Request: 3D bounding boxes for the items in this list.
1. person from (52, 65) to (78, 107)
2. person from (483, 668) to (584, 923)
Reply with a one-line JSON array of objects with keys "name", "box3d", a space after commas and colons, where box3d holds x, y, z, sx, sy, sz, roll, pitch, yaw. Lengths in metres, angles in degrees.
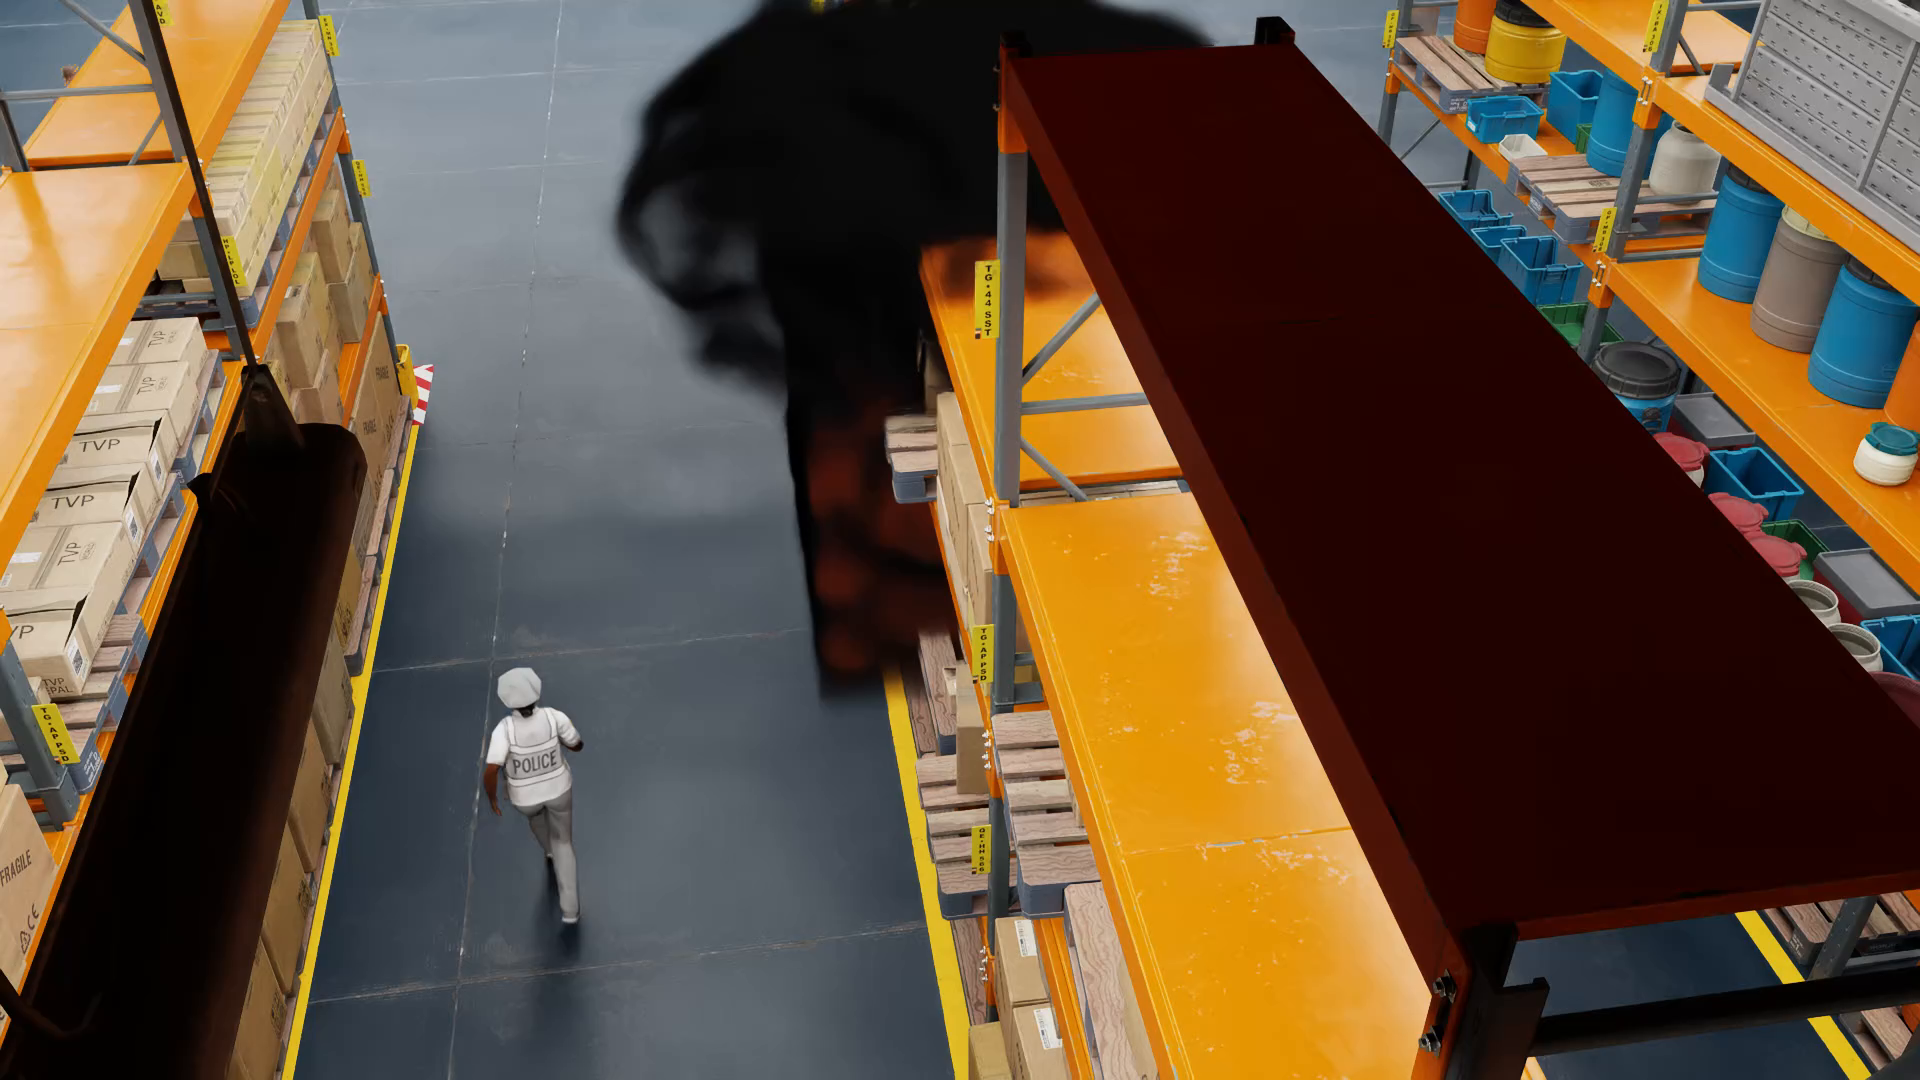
[{"name": "person", "box3d": [-9.128, -4.130, 17.753, 0.707, 1.697, 1.007, -29, 45, -34]}, {"name": "person", "box3d": [-2.499, 1.545, 9.942, 0.600, 1.731, 0.918, -12, 38, -16]}]
